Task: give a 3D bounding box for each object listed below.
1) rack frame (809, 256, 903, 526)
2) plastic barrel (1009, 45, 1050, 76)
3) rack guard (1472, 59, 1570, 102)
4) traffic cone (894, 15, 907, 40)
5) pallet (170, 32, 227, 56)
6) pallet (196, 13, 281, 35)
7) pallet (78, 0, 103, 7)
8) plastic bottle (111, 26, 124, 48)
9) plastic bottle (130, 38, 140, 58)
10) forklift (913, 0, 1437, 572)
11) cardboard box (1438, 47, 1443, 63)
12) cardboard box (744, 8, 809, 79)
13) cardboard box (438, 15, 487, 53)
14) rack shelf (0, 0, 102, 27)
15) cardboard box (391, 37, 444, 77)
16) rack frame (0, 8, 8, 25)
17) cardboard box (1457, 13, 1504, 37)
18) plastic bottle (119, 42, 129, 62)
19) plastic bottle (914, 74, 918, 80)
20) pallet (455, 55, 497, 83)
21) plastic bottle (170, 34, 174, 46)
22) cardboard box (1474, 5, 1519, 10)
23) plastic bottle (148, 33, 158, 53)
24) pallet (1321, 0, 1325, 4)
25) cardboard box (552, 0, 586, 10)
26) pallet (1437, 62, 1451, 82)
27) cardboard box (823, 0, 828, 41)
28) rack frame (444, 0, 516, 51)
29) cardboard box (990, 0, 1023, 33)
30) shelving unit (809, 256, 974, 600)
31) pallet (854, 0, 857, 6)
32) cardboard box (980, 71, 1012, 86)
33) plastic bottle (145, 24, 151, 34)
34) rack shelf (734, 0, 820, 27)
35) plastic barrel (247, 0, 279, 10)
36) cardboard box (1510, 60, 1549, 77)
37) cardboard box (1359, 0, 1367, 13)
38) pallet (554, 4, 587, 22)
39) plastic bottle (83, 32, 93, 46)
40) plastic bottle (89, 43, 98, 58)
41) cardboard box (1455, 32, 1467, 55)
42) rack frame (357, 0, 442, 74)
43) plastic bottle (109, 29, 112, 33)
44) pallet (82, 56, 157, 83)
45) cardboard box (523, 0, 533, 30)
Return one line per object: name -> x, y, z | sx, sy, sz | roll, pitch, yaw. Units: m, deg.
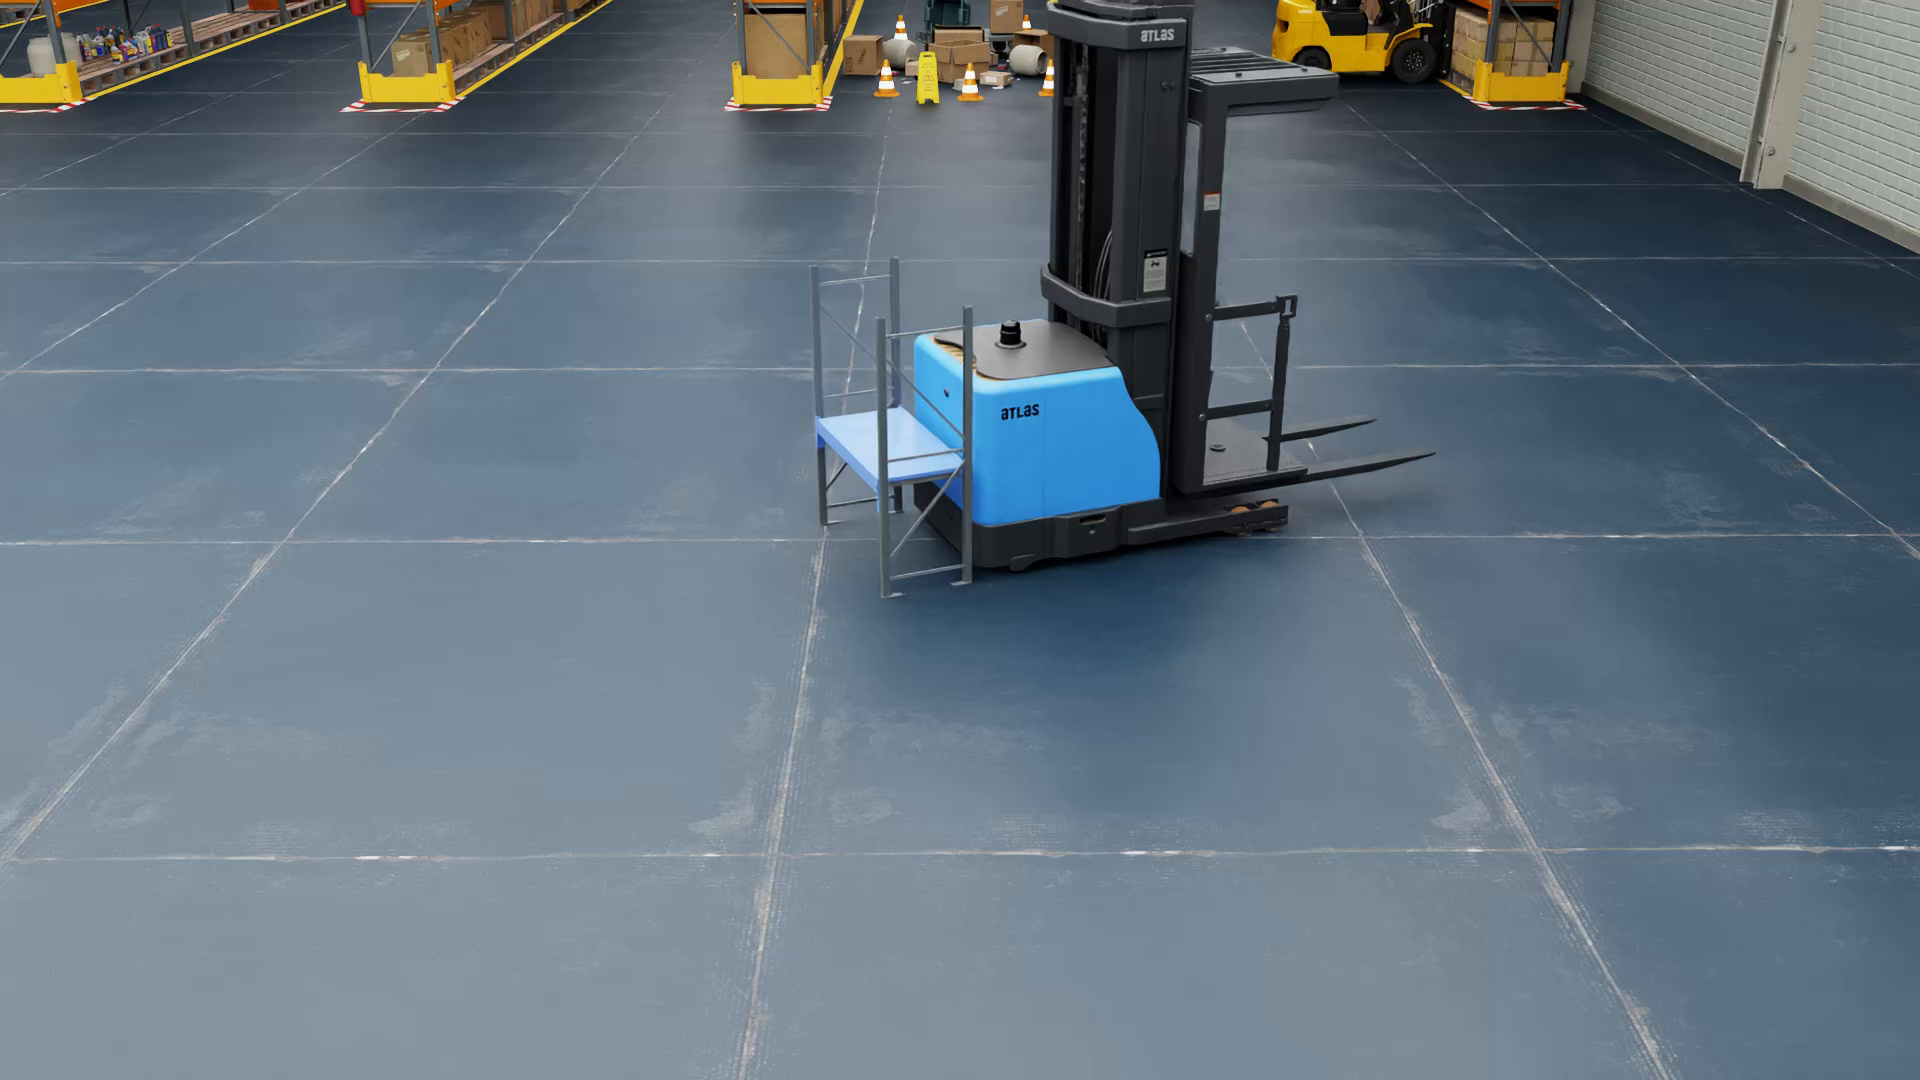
rack frame -> -0.567, -0.807, 9.215 | 0.500, 1.500, 0.032 | -10, 26, -21
plastic barrel -> 1.001, -6.947, 24.096 | 0.512, 0.421, 0.421 | 19, 30, 35
rack guard -> 7.501, -6.151, 22.244 | 1.175, 0.500, 0.348 | 0, 24, -1
traffic cone -> -0.959, -8.264, 26.961 | 0.336, 0.463, 0.334 | 0, 24, -1
pallet -> -12.415, -7.911, 26.485 | 1.003, 0.211, 1.213 | 0, 24, -1
pallet -> -12.442, -8.916, 28.708 | 1.003, 0.211, 1.213 | 0, 24, -1
pallet -> -17.362, -10.528, 32.272 | 1.003, 0.211, 1.213 | 0, 24, -1
plastic bottle -> -12.630, -7.518, 24.912 | 0.144, 0.351, 0.185 | 0, 24, -1
plastic bottle -> -12.040, -7.181, 24.265 | 0.097, 0.271, 0.097 | 0, 24, 0
forklift -> 1.302, -1.544, 9.107 | 3.031, 2.935, 1.130 | -10, 26, -20
cardboard box -> 7.159, -7.056, 24.038 | 0.500, 0.250, 0.500 | 1, 24, 1
cardboard box -> -2.484, -6.715, 22.526 | 0.875, 0.875, 0.875 | 0, 24, 0
cardboard box -> -7.437, -7.532, 24.786 | 0.500, 0.500, 0.500 | 8, 25, 16
rack shelf -> -12.346, -7.706, 23.521 | 1.077, 0.370, 4.000 | 0, 24, -1
cardboard box -> -7.362, -6.542, 22.598 | 0.500, 0.500, 0.500 | 4, 25, 9
rack frame -> -17.365, -10.485, 28.794 | 1.000, 3.000, 0.127 | 0, 24, -1
cardboard box -> 7.173, -7.093, 22.907 | 0.500, 0.250, 0.500 | 0, 24, 0
plastic bottle -> -12.017, -7.014, 23.881 | 0.061, 0.283, 0.133 | 0, 24, 0
plastic bottle -> -0.570, -6.638, 23.852 | 0.133, 0.061, 0.283 | -9, 26, -19
pallet -> -7.357, -6.829, 24.093 | 1.003, 0.211, 1.213 | 0, 24, -1
plastic bottle -> -12.053, -7.635, 25.354 | 0.097, 0.201, 0.097 | 0, 24, 0
cardboard box -> 7.682, -7.516, 23.843 | 0.500, 0.250, 0.500 | -1, 24, -2
plastic bottle -> -12.027, -7.411, 24.757 | 0.061, 0.283, 0.133 | 1, 24, 3
pallet -> 7.433, -10.135, 31.404 | 1.003, 0.211, 1.213 | 0, 24, -1
cardboard box -> -7.446, -10.036, 29.869 | 1.225, 0.875, 0.875 | -1, 24, -3
pallet -> 7.440, -6.846, 24.131 | 1.003, 0.211, 1.213 | 0, 24, -1
cardboard box -> -2.551, -8.282, 26.143 | 1.050, 0.750, 0.750 | 0, 24, -1
rack frame -> -7.415, -8.880, 25.244 | 1.000, 3.000, 0.127 | 0, 24, -1
cardboard box -> 0.714, -8.110, 25.657 | 0.500, 0.500, 0.500 | 0, 24, -1
shelving unit -> -0.370, -0.614, 8.788 | 0.538, 1.500, 1.048 | -10, 26, -21
pallet -> -2.532, -10.566, 32.356 | 1.003, 0.211, 1.213 | 0, 24, -1
cardboard box -> 0.503, -6.508, 23.459 | 0.380, 0.149, 0.250 | 13, 27, 27
plastic bottle -> -12.217, -7.587, 25.065 | 0.144, 0.351, 0.185 | 0, 24, -1
rack shelf -> -2.433, -7.709, 23.528 | 1.077, 0.370, 4.000 | 0, 24, -1
plastic barrel -> -12.434, -9.910, 29.646 | 0.600, 0.830, 0.708 | 0, 24, -1
cardboard box -> 7.691, -6.442, 22.681 | 0.500, 0.250, 0.500 | 0, 24, 0
cardboard box -> 7.407, -9.449, 28.874 | 0.875, 0.625, 0.625 | 1, 24, 1
pallet -> -7.392, -9.583, 30.182 | 1.003, 0.211, 1.213 | 0, 24, -1
plastic bottle -> -12.768, -7.264, 24.351 | 0.144, 0.351, 0.185 | 0, 24, -1
plastic bottle -> -12.645, -7.138, 24.254 | 0.097, 0.201, 0.097 | 0, 24, 0
cardboard box -> 7.188, -6.872, 23.026 | 0.500, 0.250, 0.500 | 0, 24, -1
rack frame -> -7.372, -7.232, 21.600 | 1.000, 3.000, 0.127 | 0, 24, -1
plastic bottle -> -12.772, -7.551, 25.077 | 0.152, 0.276, 0.135 | 1, 24, 1
pallet -> -12.386, -6.806, 24.043 | 1.003, 0.211, 1.213 | 0, 24, -1
cardboard box -> -7.394, -8.622, 27.173 | 0.700, 0.500, 0.500 | -2, 24, -5
